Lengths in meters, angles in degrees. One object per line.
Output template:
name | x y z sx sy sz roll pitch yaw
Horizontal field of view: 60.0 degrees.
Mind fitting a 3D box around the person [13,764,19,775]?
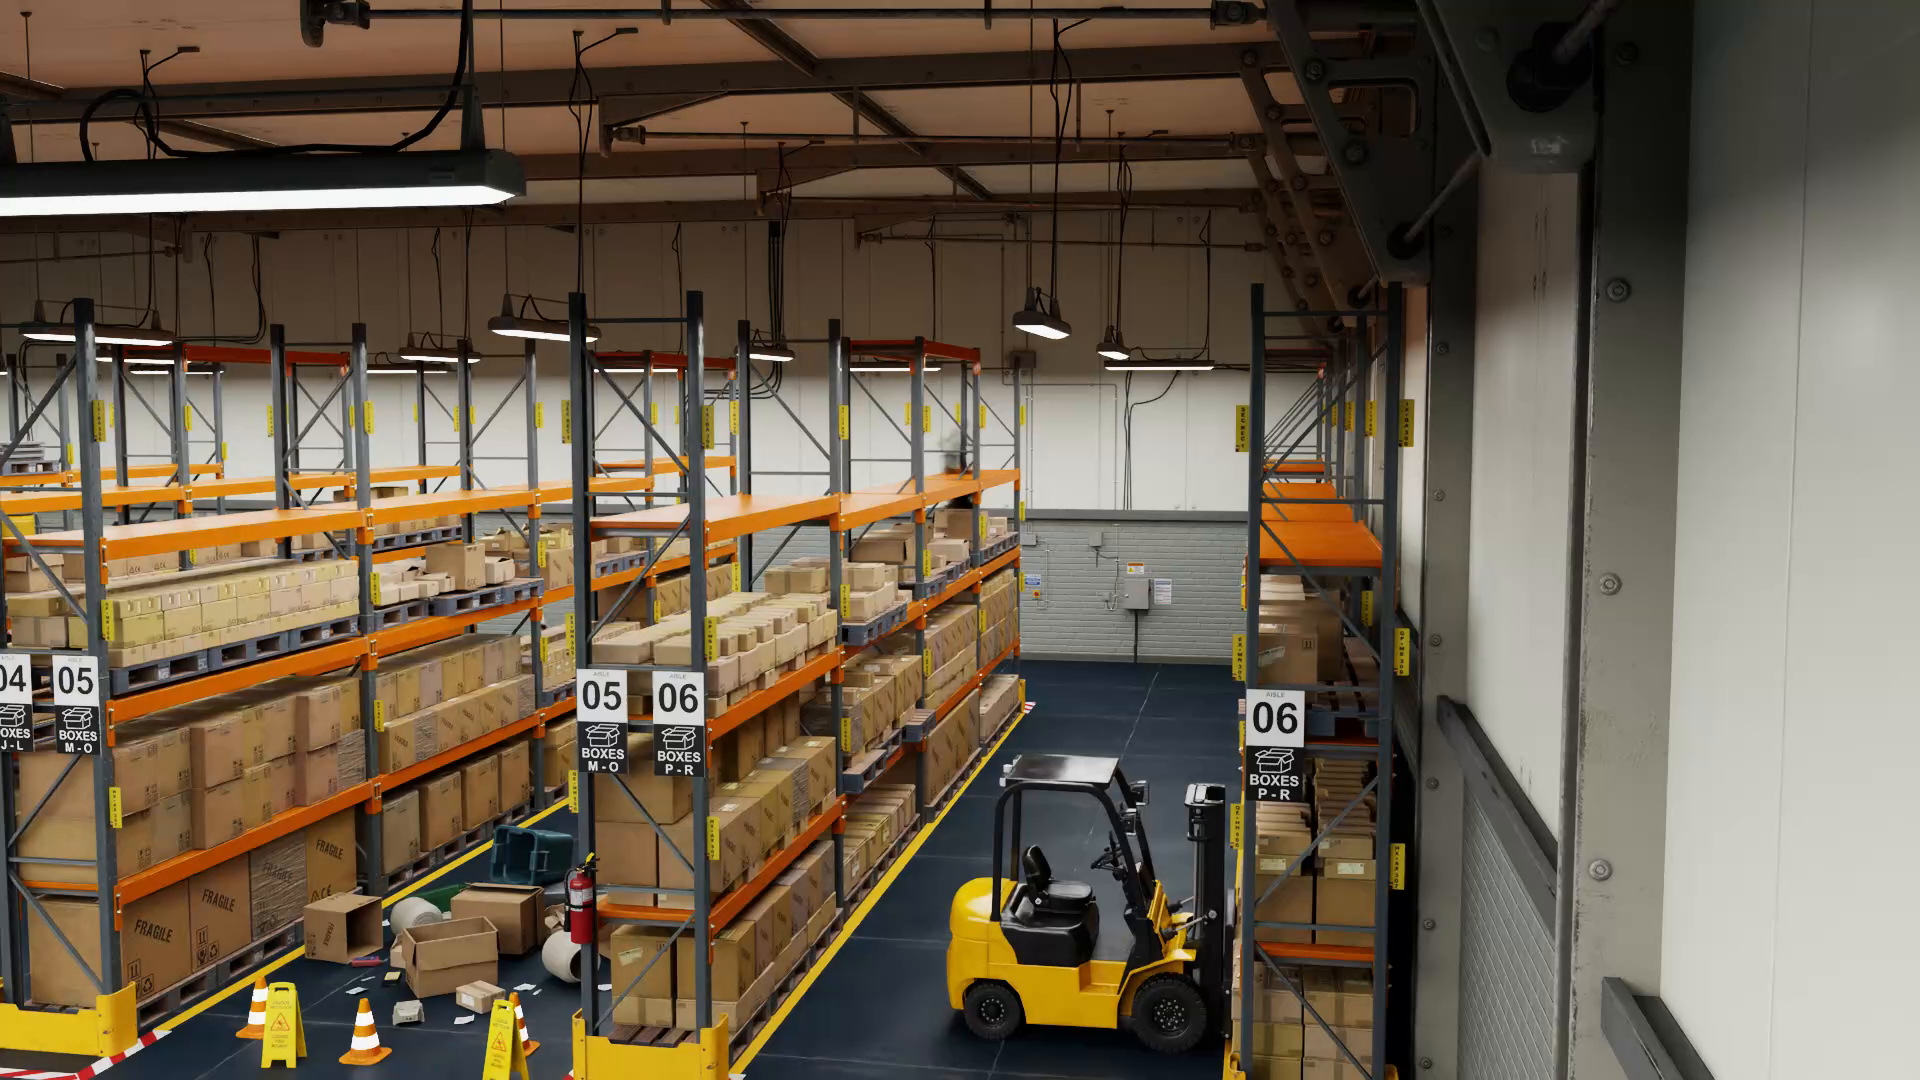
person | -12.354 2.655 21.486 0.557 1.643 0.963 1 5 9

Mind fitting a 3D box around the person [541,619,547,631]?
person | -6.698 2.129 26.696 0.708 1.794 0.860 1 5 14
